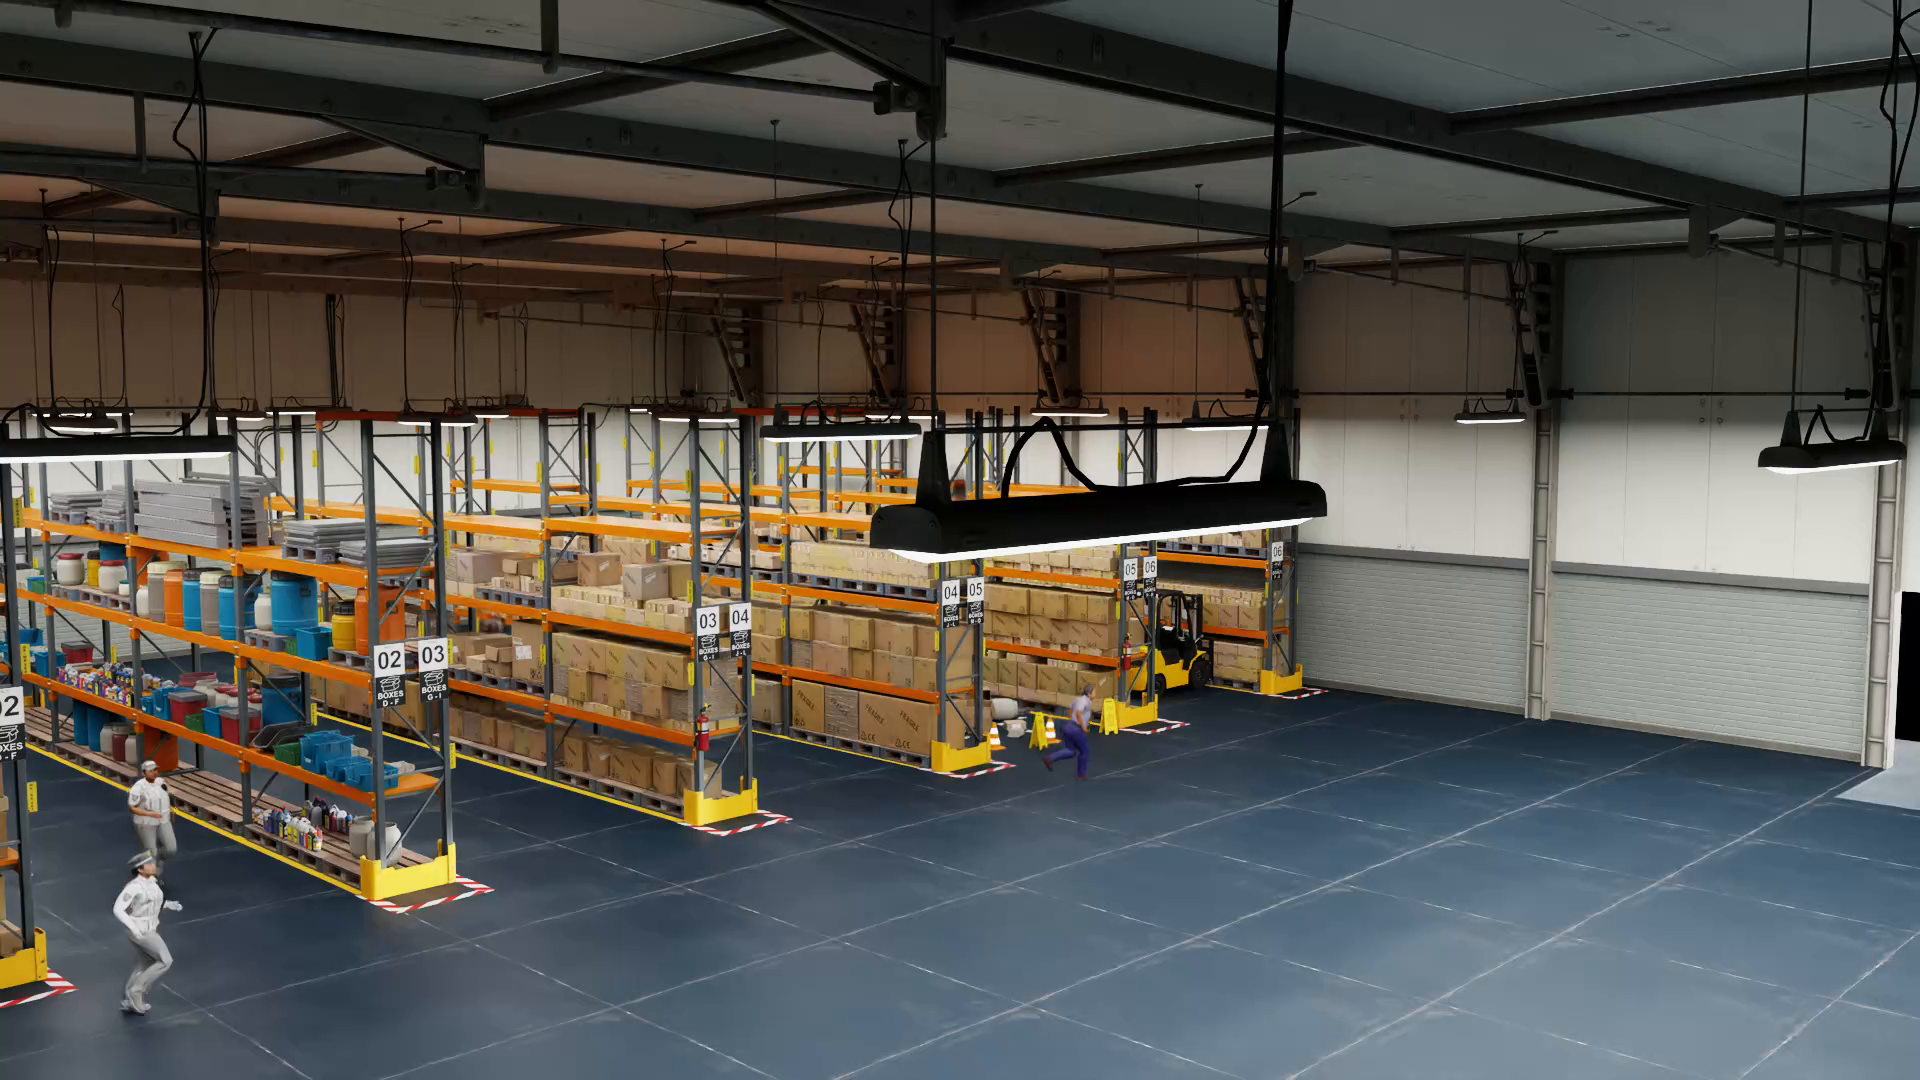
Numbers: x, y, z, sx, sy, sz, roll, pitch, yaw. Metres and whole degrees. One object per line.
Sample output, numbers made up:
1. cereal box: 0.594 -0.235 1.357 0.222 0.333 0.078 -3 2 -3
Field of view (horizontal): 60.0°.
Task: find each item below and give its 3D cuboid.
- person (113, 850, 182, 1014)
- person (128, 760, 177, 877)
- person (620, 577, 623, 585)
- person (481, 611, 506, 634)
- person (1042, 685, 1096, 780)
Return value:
1. person: -8.289 3.984 17.012 0.593 1.664 0.593 -1 5 -13
2. person: -10.316 3.635 21.323 0.539 1.628 0.599 3 6 35
3. person: -8.905 1.580 43.666 0.639 1.770 0.934 4 6 39
4. person: -9.967 2.300 35.581 0.991 1.763 0.694 4 6 38
5. person: 1.784 3.184 27.146 0.886 1.582 0.612 -1 5 -6
